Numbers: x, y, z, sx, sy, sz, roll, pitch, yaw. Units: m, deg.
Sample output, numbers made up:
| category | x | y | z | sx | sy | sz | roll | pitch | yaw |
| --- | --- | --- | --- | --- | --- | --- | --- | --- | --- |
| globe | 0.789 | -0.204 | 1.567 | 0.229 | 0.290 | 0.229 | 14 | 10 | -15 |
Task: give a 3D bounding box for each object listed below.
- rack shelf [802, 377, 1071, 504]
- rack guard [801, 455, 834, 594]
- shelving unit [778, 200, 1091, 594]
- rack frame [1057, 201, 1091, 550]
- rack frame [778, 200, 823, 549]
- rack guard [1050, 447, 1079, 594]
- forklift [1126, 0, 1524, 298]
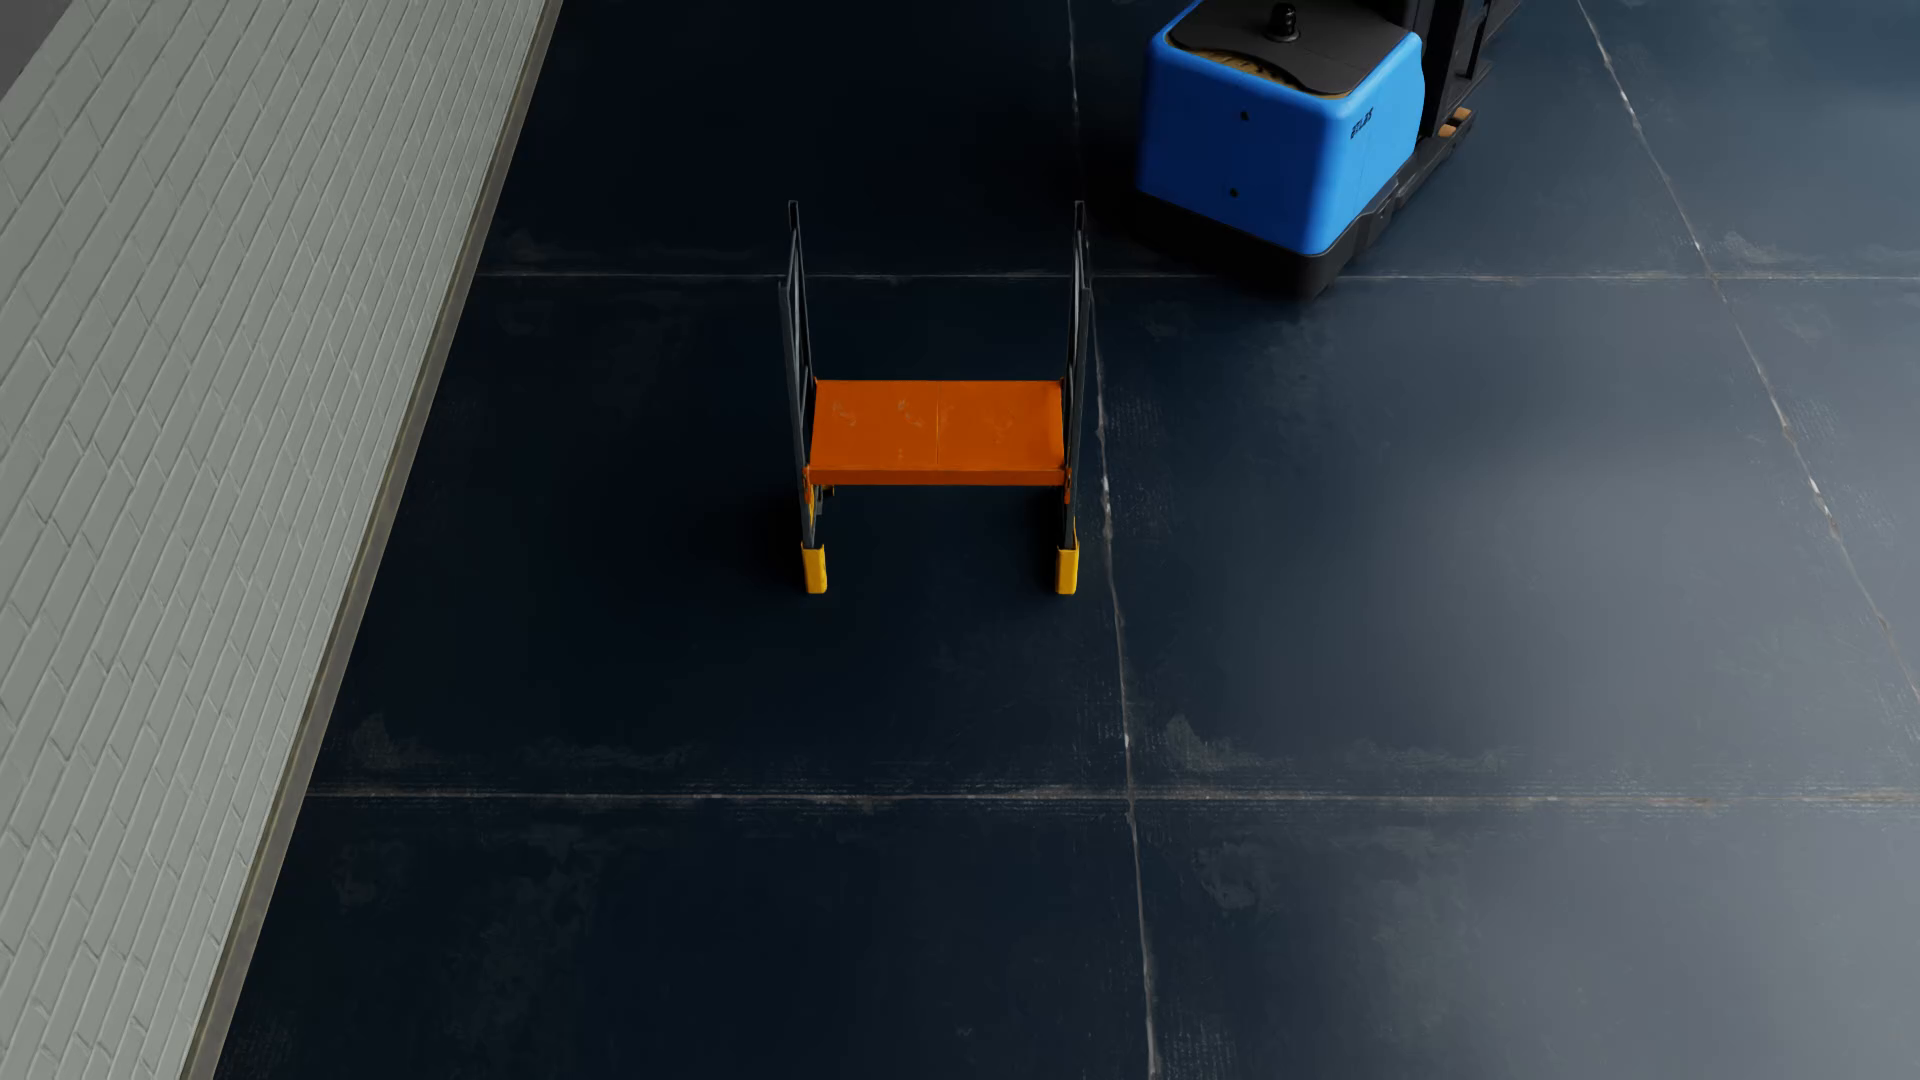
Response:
| category | x | y | z | sx | sy | sz | roll | pitch | yaw |
| --- | --- | --- | --- | --- | --- | --- | --- | --- | --- |
| rack shelf | -0.085 | -0.389 | 6.414 | 1.000 | 0.185 | 0.538 | 0 | 47 | 0 |
| rack guard | -0.574 | -0.087 | 6.741 | 0.087 | 0.250 | 0.587 | 0 | 47 | 0 |
| shelving unit | -0.076 | -0.511 | 6.282 | 1.083 | 1.500 | 0.587 | 0 | 47 | 0 |
| rack frame | 0.423 | -0.510 | 6.281 | 0.032 | 1.500 | 0.500 | 0 | 47 | 0 |
| rack frame | -0.594 | -0.513 | 6.283 | 0.032 | 1.500 | 0.500 | 0 | 47 | 0 |
| rack guard | 0.422 | -0.084 | 6.738 | 0.087 | 0.250 | 0.587 | 0 | 47 | 0 |
| forklift | 2.070 | -3.182 | 7.790 | 1.130 | 2.935 | 3.031 | 27 | 53 | 23 |
